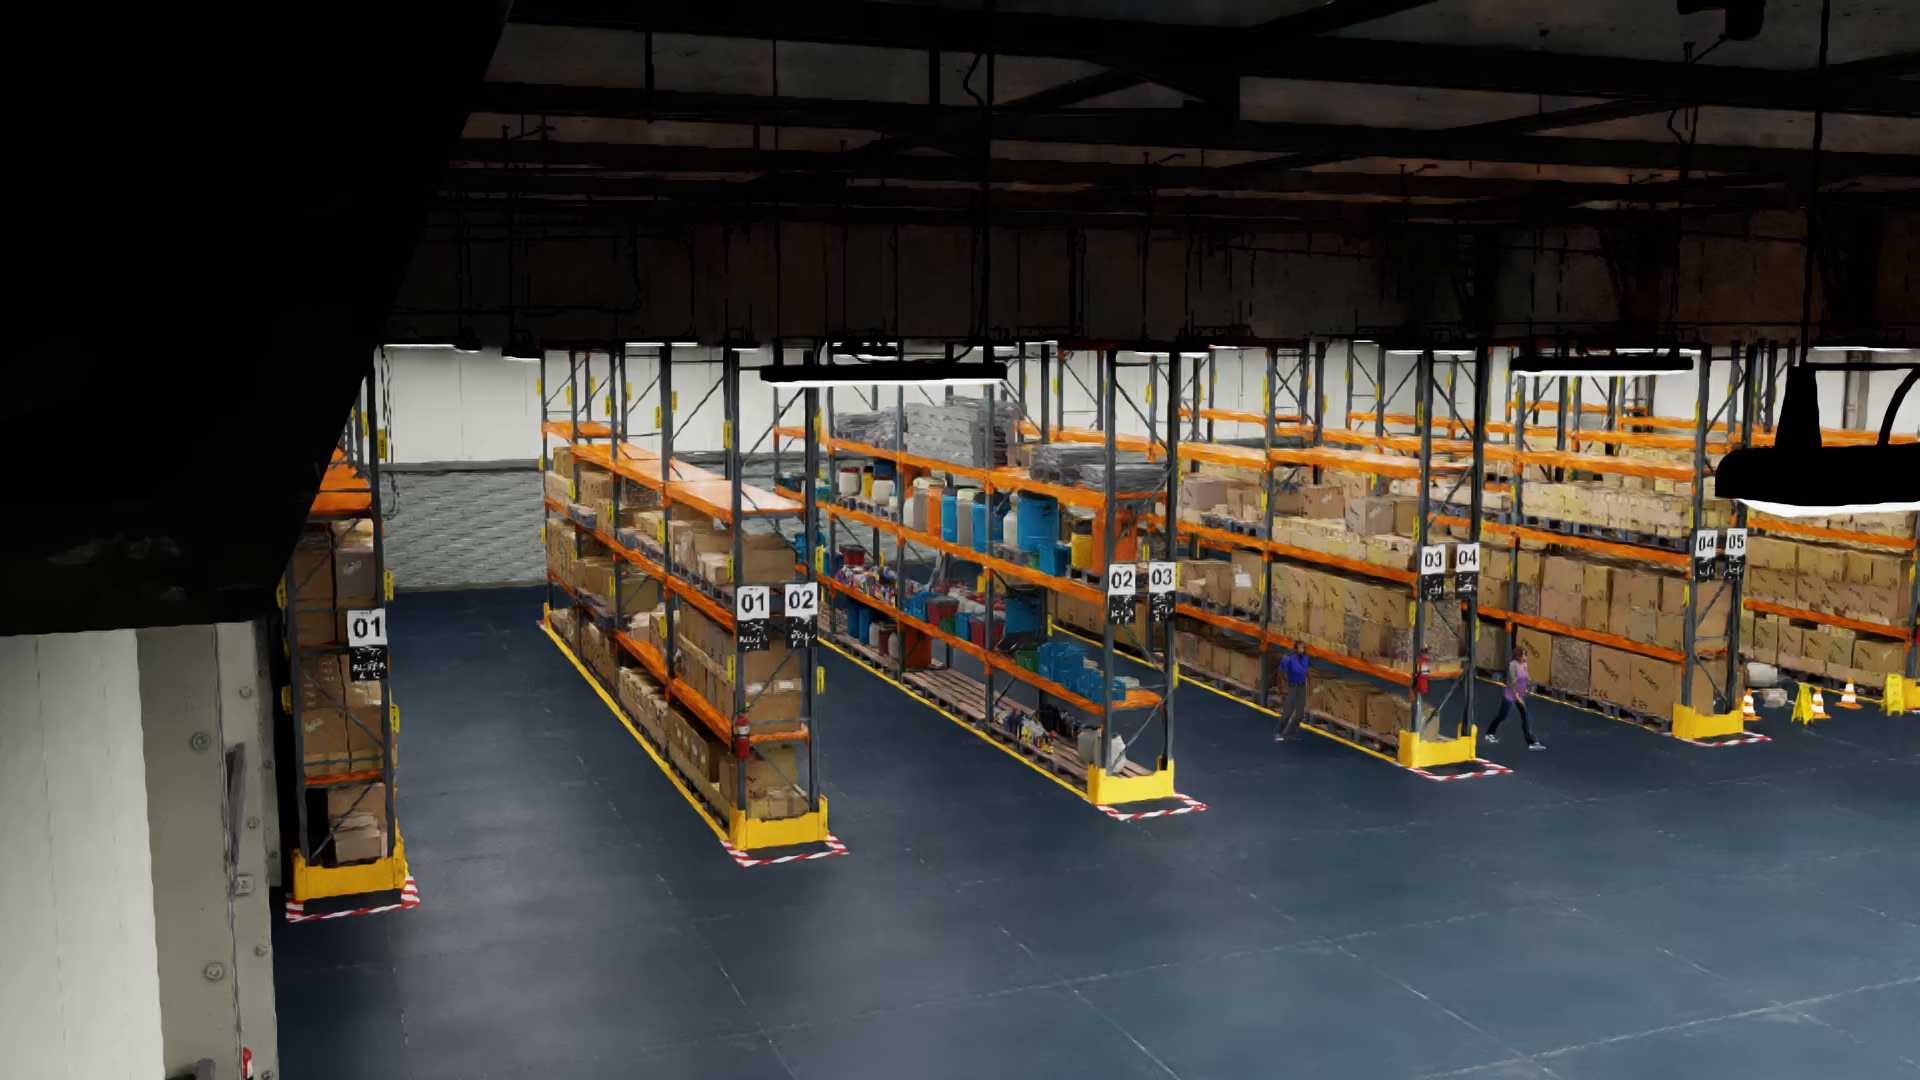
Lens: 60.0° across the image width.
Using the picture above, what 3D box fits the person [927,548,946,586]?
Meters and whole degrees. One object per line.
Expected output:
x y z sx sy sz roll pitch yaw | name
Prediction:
-0.507 0.342 39.797 0.499 1.665 0.675 3 8 22 | person

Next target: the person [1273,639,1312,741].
5.064 2.268 25.258 0.592 1.604 0.518 -3 8 -23 | person

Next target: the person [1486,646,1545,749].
8.302 2.333 24.863 0.412 1.533 0.955 -4 9 -30 | person
